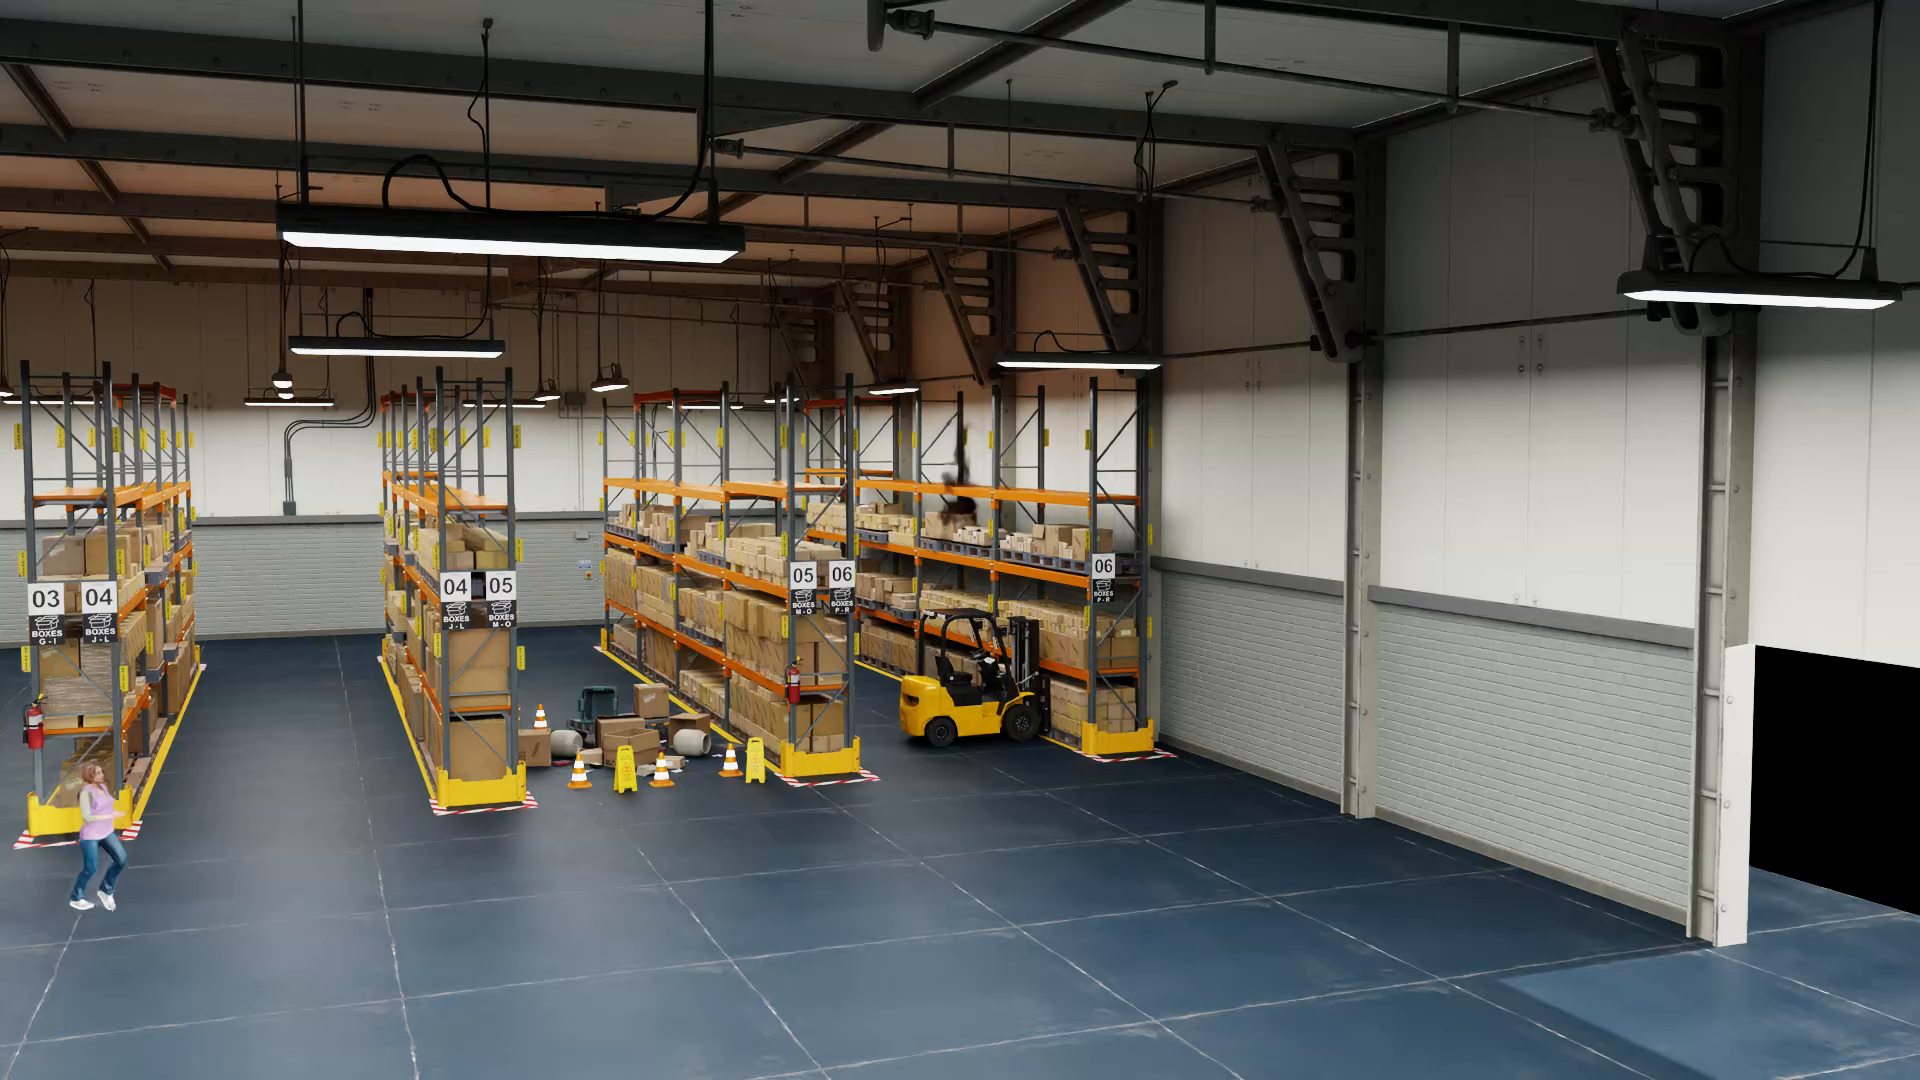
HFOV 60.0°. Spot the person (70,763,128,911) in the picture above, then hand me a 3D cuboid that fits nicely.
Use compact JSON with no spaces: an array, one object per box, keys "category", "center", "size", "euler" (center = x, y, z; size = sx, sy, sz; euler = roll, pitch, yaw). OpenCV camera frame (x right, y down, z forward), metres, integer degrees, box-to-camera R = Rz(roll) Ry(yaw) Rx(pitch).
[{"category":"person","center":[-9.096,3.144,17.560],"size":[0.667,1.604,0.508],"euler":[1,4,12]}]
